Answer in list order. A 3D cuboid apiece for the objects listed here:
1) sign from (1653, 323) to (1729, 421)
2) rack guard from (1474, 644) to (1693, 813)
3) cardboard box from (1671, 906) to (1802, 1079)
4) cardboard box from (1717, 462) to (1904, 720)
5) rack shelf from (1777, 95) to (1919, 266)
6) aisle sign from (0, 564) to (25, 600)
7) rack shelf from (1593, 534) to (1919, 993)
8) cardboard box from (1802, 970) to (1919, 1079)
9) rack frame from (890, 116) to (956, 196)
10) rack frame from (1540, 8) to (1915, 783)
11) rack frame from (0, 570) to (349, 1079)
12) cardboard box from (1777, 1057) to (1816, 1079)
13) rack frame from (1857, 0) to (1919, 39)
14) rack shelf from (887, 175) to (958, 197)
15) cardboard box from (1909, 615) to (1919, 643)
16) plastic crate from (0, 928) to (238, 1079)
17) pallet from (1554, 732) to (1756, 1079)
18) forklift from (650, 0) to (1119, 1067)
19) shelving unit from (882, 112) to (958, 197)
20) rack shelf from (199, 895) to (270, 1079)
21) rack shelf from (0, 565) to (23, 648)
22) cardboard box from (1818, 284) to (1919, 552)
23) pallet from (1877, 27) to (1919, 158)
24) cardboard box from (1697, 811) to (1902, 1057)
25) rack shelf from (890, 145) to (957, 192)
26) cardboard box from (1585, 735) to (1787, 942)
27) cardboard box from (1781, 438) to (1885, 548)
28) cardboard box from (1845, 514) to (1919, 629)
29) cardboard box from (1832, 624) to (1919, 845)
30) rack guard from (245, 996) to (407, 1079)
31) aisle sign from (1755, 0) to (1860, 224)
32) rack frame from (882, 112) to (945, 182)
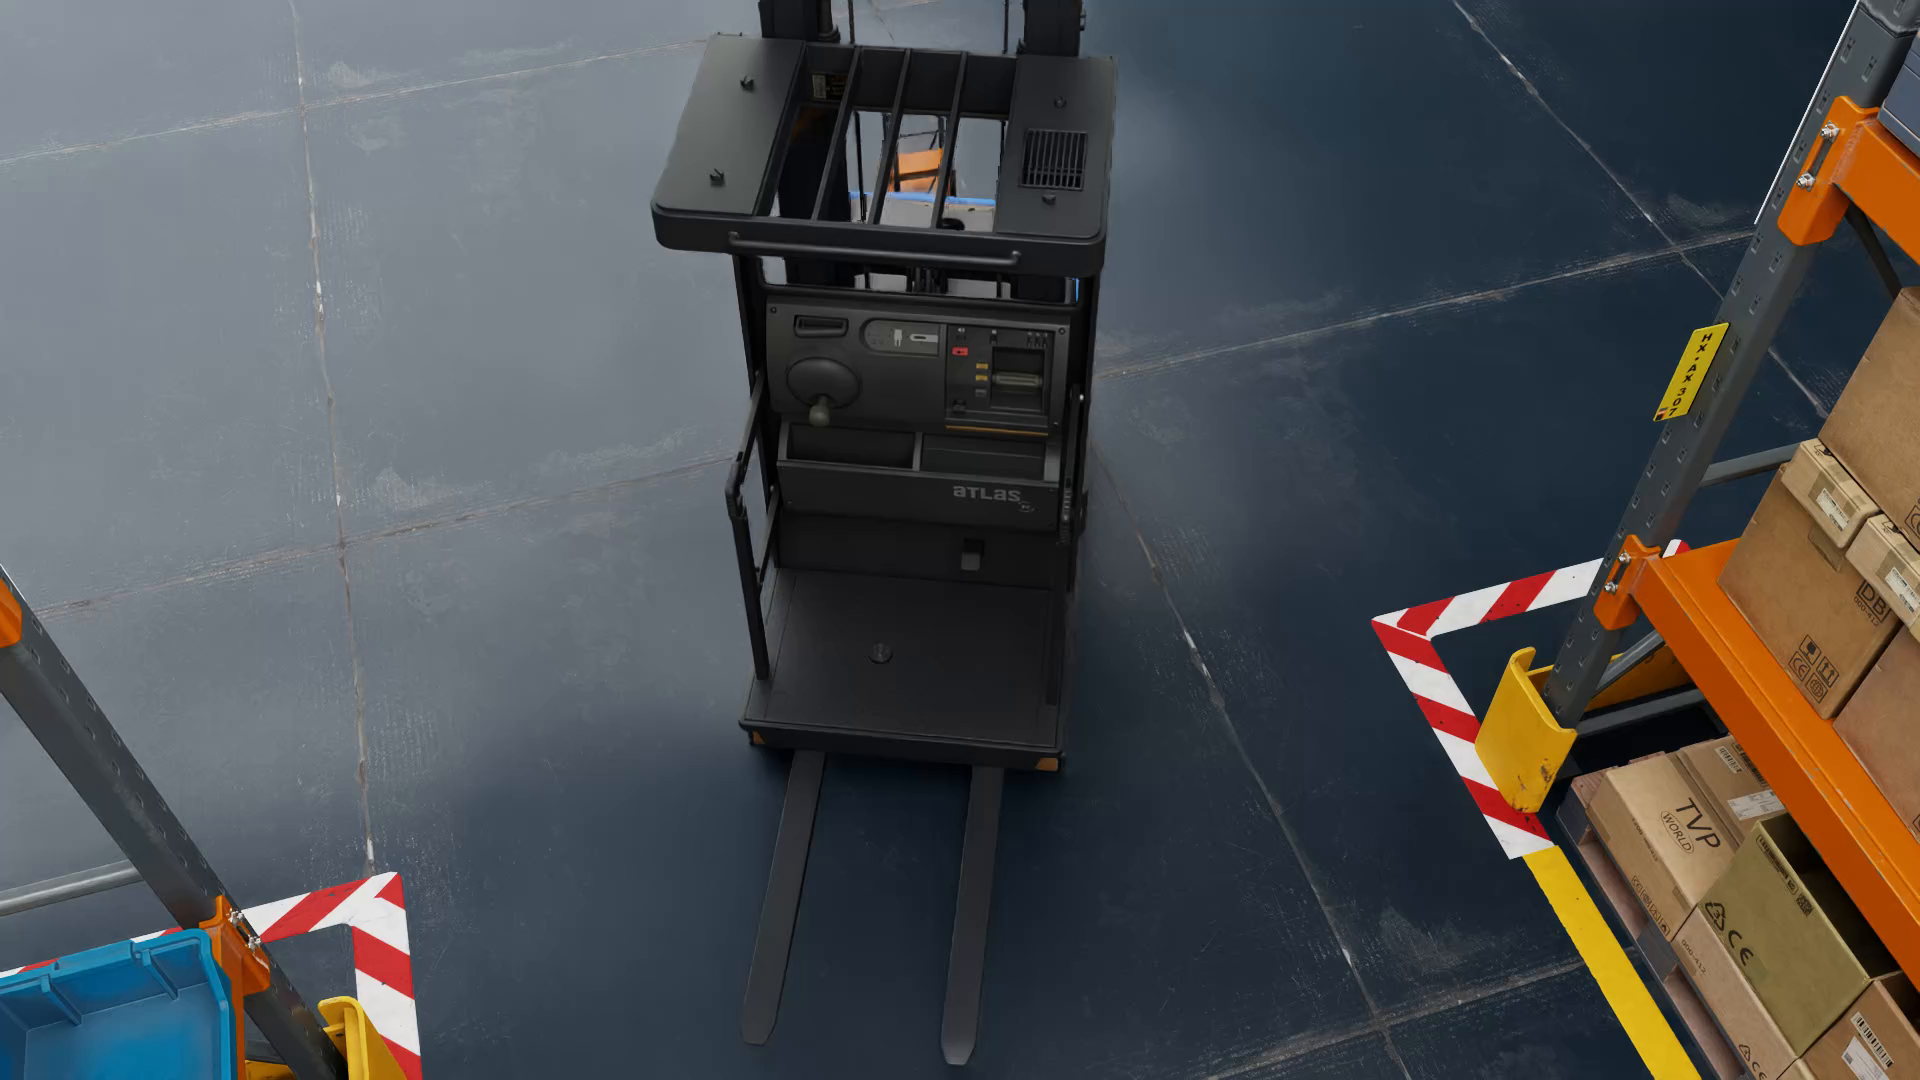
[{"bbox_3d":[1.899,-0.433,4.325,0.100,0.325,0.005,-13,51,-11],"label":"sign"},{"bbox_3d":[2.424,0.538,5.759,1.175,0.500,0.348,-13,51,-11],"label":"rack guard"},{"bbox_3d":[2.529,1.307,4.999,0.500,0.250,0.500,-13,51,-11],"label":"cardboard box"},{"bbox_3d":[2.557,0.062,4.460,0.700,0.500,0.500,-13,51,-11],"label":"cardboard box"},{"bbox_3d":[3.023,0.476,2.685,1.077,0.370,4.000,-13,51,-11],"label":"rack shelf"},{"bbox_3d":[-2.039,-0.090,2.954,0.394,0.787,0.004,-13,51,-11],"label":"aisle sign"},{"bbox_3d":[3.023,1.443,3.832,1.077,0.370,4.000,-13,51,-11],"label":"rack shelf"},{"bbox_3d":[2.687,1.428,4.407,0.500,0.500,0.500,-13,51,-11],"label":"cardboard box"},{"bbox_3d":[-0.123,-1.161,6.701,0.240,1.200,0.006,-10,39,-8],"label":"rack frame"},{"bbox_3d":[2.431,-0.250,4.788,1.000,3.000,0.127,-13,51,-11],"label":"rack frame"},{"bbox_3d":[-2.305,0.868,3.846,0.949,2.616,0.053,-13,51,-11],"label":"rack frame"},{"bbox_3d":[2.676,1.673,4.691,0.500,0.250,0.500,-13,51,-11],"label":"cardboard box"},{"bbox_3d":[2.431,-2.184,2.495,1.000,3.000,0.127,-13,51,-11],"label":"rack frame"},{"bbox_3d":[-0.151,-1.368,6.648,0.258,0.103,0.180,-10,39,-8],"label":"rack shelf"},{"bbox_3d":[2.495,0.219,3.904,0.380,0.149,0.250,-13,51,-11],"label":"cardboard box"},{"bbox_3d":[-1.868,1.213,3.652,0.499,0.251,0.616,-13,51,-11],"label":"plastic crate"},{"bbox_3d":[2.698,1.198,5.392,1.003,0.211,1.213,-13,51,-11],"label":"pallet"},{"bbox_3d":[-0.154,-0.418,4.975,1.130,2.935,3.031,5,50,4],"label":"forklift"},{"bbox_3d":[-0.143,-1.216,6.771,0.258,1.200,0.189,-10,39,-8],"label":"shelving unit"},{"bbox_3d":[-1.710,2.560,2.890,1.077,0.370,4.000,-13,51,-11],"label":"rack shelf"},{"bbox_3d":[-1.710,1.593,1.743,1.077,0.370,4.000,-13,51,-11],"label":"rack shelf"},{"bbox_3d":[2.573,-0.318,3.932,0.700,0.500,0.500,-13,51,-11],"label":"cardboard box"},{"bbox_3d":[2.616,-0.666,3.235,1.003,0.211,1.213,-13,51,-11],"label":"pallet"},{"bbox_3d":[2.527,1.066,4.712,0.500,0.500,0.500,-13,51,-11],"label":"cardboard box"},{"bbox_3d":[-0.156,-1.462,6.573,0.258,0.103,0.180,-10,39,-8],"label":"rack shelf"},{"bbox_3d":[2.377,0.943,5.307,0.500,0.250,0.500,-13,51,-11],"label":"cardboard box"},{"bbox_3d":[2.342,-0.156,4.220,0.380,0.149,0.250,-14,51,-11],"label":"cardboard box"},{"bbox_3d":[2.422,0.036,4.058,0.380,0.149,0.250,-15,51,-12],"label":"cardboard box"},{"bbox_3d":[2.717,0.444,4.138,0.700,0.500,0.500,-12,51,-10],"label":"cardboard box"},{"bbox_3d":[-2.234,1.718,4.764,1.175,0.500,0.348,-13,51,-11],"label":"rack guard"},{"bbox_3d":[2.119,-1.067,3.777,0.394,0.787,0.004,-13,51,-11],"label":"aisle sign"},{"bbox_3d":[-0.163,-1.272,6.841,0.240,1.200,0.006,-10,39,-8],"label":"rack frame"}]
